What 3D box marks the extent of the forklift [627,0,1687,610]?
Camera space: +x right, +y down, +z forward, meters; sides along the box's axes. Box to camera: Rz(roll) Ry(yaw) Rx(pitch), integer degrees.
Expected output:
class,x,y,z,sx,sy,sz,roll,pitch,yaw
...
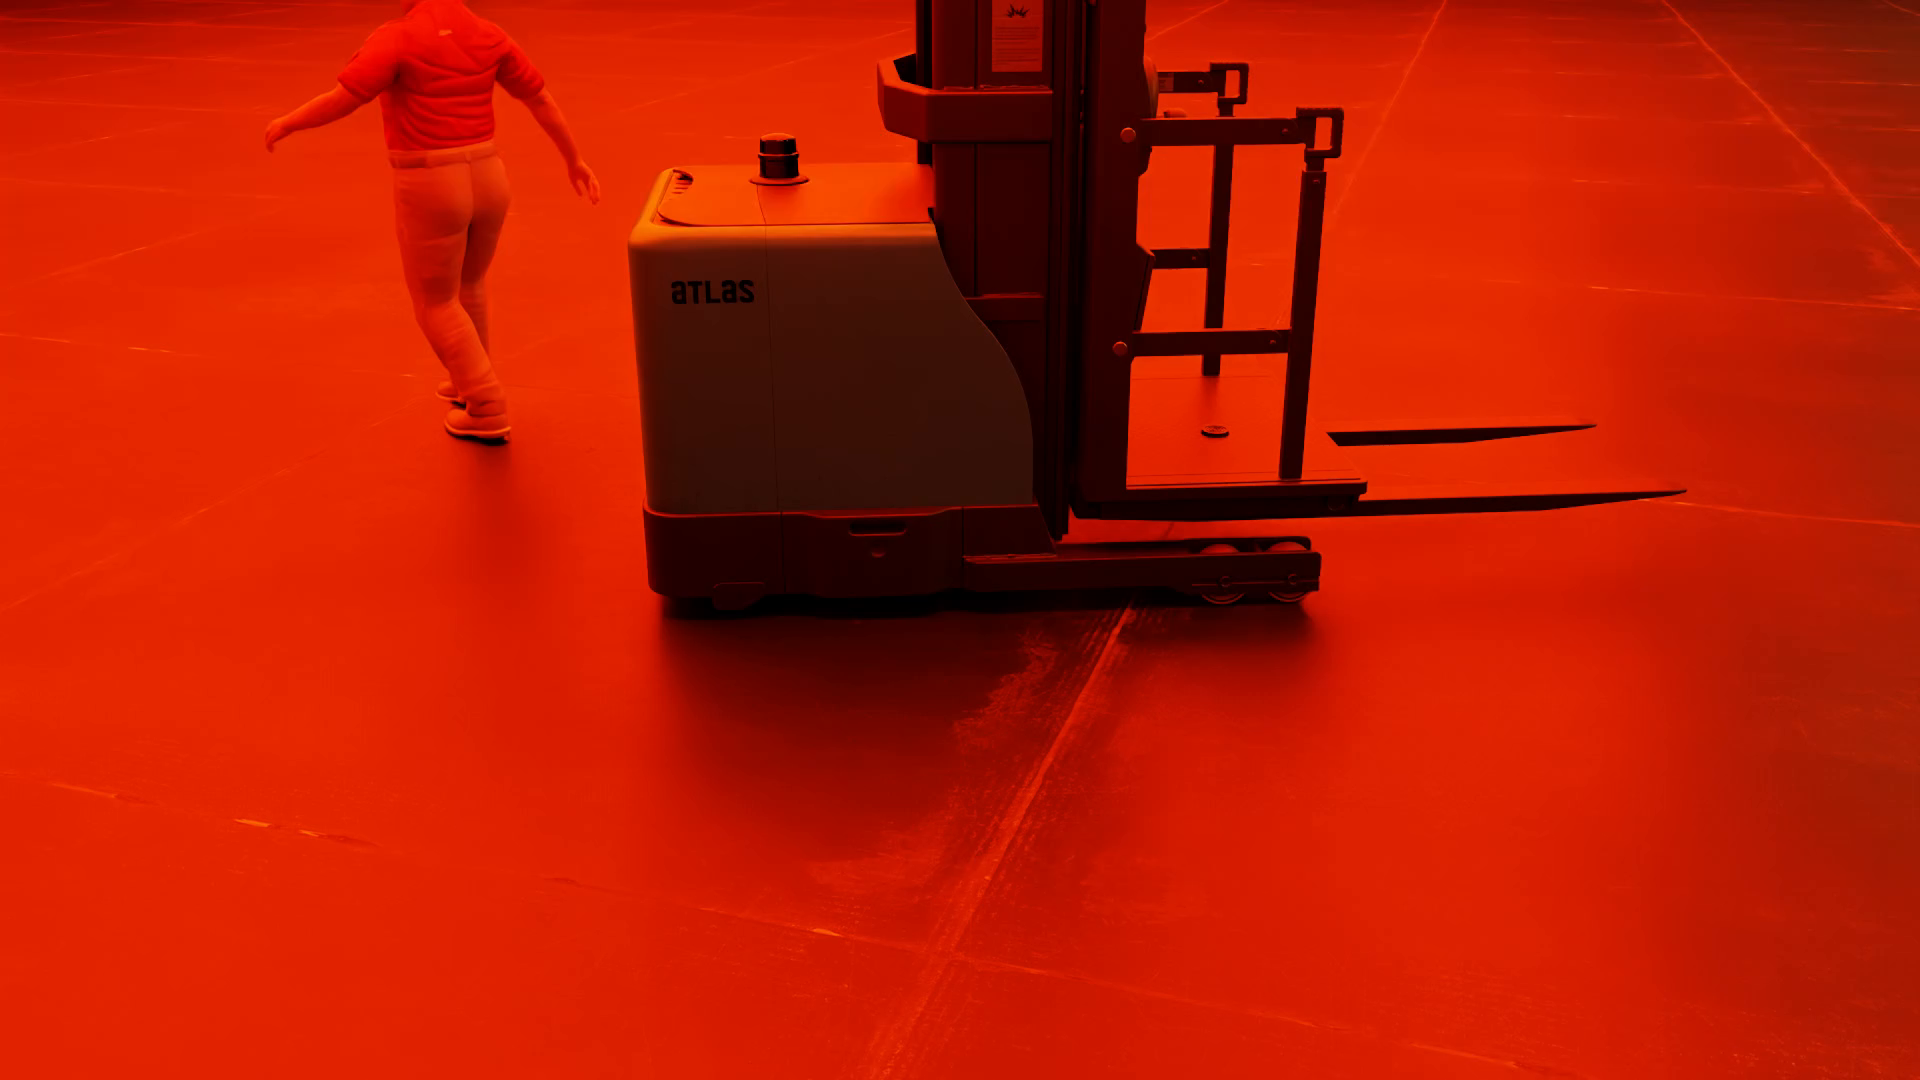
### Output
class,x,y,z,sx,sy,sz,roll,pitch,yaw
forklift,0.606,-1.374,4.608,3.031,2.935,1.130,-2,23,-4

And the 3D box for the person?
class,x,y,z,sx,sy,sz,roll,pitch,yaw
person,-1.834,-1.250,5.947,0.749,1.705,0.982,17,28,35
